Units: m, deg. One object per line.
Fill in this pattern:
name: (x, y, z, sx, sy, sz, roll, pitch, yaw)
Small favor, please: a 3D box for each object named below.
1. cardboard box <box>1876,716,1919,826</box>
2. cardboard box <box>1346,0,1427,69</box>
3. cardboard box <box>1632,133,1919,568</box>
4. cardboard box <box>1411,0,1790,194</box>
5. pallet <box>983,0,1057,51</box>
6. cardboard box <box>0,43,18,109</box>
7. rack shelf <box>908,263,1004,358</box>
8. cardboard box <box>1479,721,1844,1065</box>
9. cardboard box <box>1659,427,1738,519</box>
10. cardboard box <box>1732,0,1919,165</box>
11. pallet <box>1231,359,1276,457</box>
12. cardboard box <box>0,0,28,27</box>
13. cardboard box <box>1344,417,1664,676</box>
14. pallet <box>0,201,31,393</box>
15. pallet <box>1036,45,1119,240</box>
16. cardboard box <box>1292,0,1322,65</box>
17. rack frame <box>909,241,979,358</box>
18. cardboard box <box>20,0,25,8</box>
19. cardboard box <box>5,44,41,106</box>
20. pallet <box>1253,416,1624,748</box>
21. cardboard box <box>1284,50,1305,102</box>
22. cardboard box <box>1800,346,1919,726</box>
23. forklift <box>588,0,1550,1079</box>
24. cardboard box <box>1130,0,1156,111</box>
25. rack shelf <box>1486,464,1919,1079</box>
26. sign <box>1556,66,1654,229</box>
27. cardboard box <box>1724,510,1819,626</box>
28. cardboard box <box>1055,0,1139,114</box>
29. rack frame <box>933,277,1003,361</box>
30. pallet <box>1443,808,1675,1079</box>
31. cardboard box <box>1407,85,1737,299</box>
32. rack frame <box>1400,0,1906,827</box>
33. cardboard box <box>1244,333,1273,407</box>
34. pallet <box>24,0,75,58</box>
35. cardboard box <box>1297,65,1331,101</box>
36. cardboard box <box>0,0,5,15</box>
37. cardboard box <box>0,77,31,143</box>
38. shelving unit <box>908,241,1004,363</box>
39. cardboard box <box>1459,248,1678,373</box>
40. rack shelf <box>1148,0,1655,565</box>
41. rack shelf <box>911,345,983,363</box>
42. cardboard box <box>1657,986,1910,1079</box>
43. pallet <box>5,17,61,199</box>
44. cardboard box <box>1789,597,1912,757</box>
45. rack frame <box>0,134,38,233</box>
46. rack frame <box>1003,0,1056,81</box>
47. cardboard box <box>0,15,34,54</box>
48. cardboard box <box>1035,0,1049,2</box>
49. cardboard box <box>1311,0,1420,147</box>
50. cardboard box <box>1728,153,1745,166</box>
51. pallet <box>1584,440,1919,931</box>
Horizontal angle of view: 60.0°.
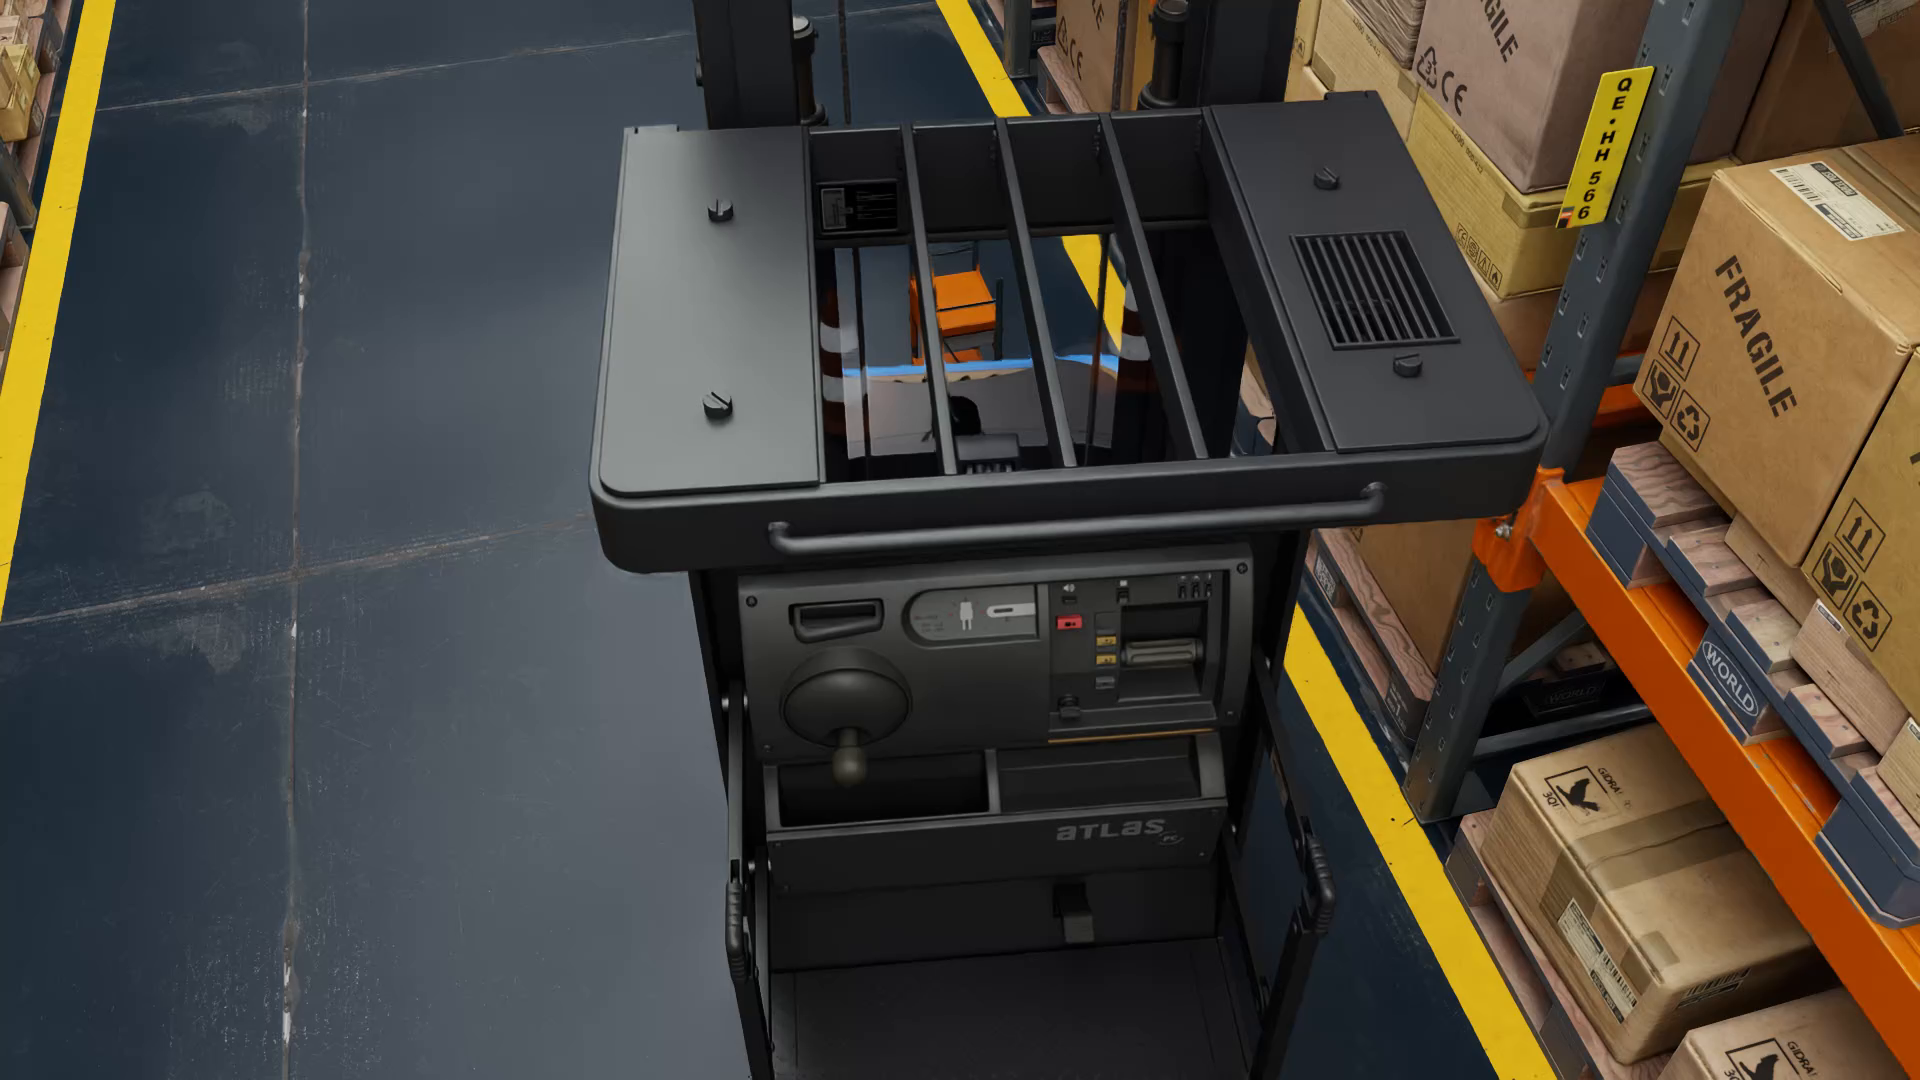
cardboard box: (1.729, 0.382, 2.657, 0.380, 0.149, 0.250, -10, 47, -10)
cardboard box: (1.185, -1.456, 3.807, 0.500, 0.500, 0.500, -10, 46, -10)
cardboard box: (1.601, -0.342, 2.913, 0.500, 0.500, 0.500, -12, 47, -11)
cardboard box: (1.325, -1.103, 3.461, 0.500, 0.500, 0.500, -12, 47, -11)
pallet: (0.567, -2.734, 7.782, 1.003, 0.211, 1.213, -11, 47, -10)
cardboard box: (-3.857, -1.758, 6.367, 0.380, 0.149, 0.250, -9, 46, -8)
rack shelf: (-0.014, -0.596, 4.716, 0.215, 0.259, 0.240, -11, 47, -10)
cardboard box: (1.845, 0.755, 3.955, 0.950, 0.372, 0.625, -14, 47, -13)
cardboard box: (1.613, -0.210, 3.237, 0.380, 0.149, 0.250, -13, 47, -13)
cardboard box: (1.820, -1.179, 3.536, 0.500, 0.500, 0.500, -12, 47, -12)
pallet: (1.272, -0.832, 5.918, 1.003, 0.211, 1.213, -11, 47, -10)
cardboard box: (-4.151, -2.167, 6.976, 0.380, 0.149, 0.250, -12, 47, -11)
cardboard box: (1.613, -0.305, 4.642, 0.875, 0.875, 0.875, -11, 47, -11)
pallet: (-3.873, -0.683, 5.771, 1.003, 0.211, 1.213, -11, 47, -10)
pallet: (0.956, -1.676, 6.745, 1.003, 0.211, 1.213, -11, 47, -10)
cardboard box: (1.055, -1.523, 4.397, 0.500, 0.250, 0.500, -12, 47, -11)
rack frame: (-0.045, -0.489, 4.994, 0.200, 1.050, 0.008, -11, 47, -10)
cardboard box: (-4.254, -2.347, 7.152, 0.380, 0.149, 0.250, -13, 47, -12)
cardboard box: (-3.924, -1.839, 6.654, 0.380, 0.149, 0.250, -9, 46, -9)
pallet: (1.581, 0.009, 5.094, 1.003, 0.211, 1.213, -11, 47, -10)
cardboard box: (1.070, -1.359, 4.587, 0.500, 0.250, 0.500, -11, 47, -11)
cardboard box: (1.742, 0.016, 2.562, 0.500, 0.500, 0.500, -9, 46, -8)
forklift: (0.094, 0.321, 2.883, 1.130, 2.935, 3.031, -4, 46, -4)
cardboard box: (1.161, -1.539, 5.851, 0.875, 0.875, 0.875, -9, 46, -9)
rack shelf: (2.222, 1.223, 2.455, 1.077, 0.370, 4.000, -11, 47, -10)
sign: (1.174, -0.711, 3.036, 0.100, 0.325, 0.005, -11, 47, -10)
cardboard box: (1.653, -0.009, 3.040, 0.380, 0.149, 0.250, -13, 47, -13)
cardboard box: (0.922, -2.161, 6.461, 0.875, 0.875, 0.875, -9, 46, -9)
rack frame: (0.018, -0.320, 4.829, 0.200, 1.050, 0.008, -11, 47, -10)
pallet: (1.908, 1.107, 4.018, 1.003, 0.211, 1.213, -11, 47, -10)
cardboard box: (1.340, -0.820, 3.708, 0.500, 0.250, 0.500, -11, 47, -10)
rack frame: (1.710, -0.409, 3.551, 1.000, 3.000, 0.127, -11, 47, -10)
cardboard box: (1.389, -0.921, 5.246, 0.875, 0.875, 0.875, -10, 46, -10)
pallet: (-4.595, -2.521, 7.573, 1.003, 0.211, 1.213, -11, 47, -10)
cardboard box: (1.183, -1.008, 4.243, 0.500, 0.250, 0.500, -10, 46, -10)
cardboard box: (-4.172, -2.265, 6.863, 0.380, 0.149, 0.250, -13, 47, -12)
cardboard box: (-3.856, -1.655, 6.474, 0.380, 0.149, 0.250, -13, 47, -12)
shelving unit: (-0.014, -0.404, 4.911, 0.215, 1.050, 0.252, -11, 47, -10)
cardboard box: (1.329, -0.658, 3.900, 0.500, 0.250, 0.500, -12, 47, -12)
rack shelf: (1.198, -1.538, 5.161, 1.077, 0.370, 4.000, -11, 47, -10)
rack shelf: (-0.014, -0.397, 4.919, 0.215, 0.259, 0.240, -11, 47, -10)
cardboard box: (2.041, 1.263, 3.457, 0.950, 0.372, 0.625, -12, 47, -11)
pallet: (-4.280, -1.677, 6.746, 1.003, 0.211, 1.213, -11, 47, -10)
cardboard box: (1.679, 0.189, 2.847, 0.380, 0.149, 0.250, -14, 47, -13)
rack frame: (-4.073, -2.196, 5.302, 1.000, 3.000, 0.127, -11, 47, -10)
rack frame: (0.686, -3.171, 6.257, 1.000, 3.000, 0.127, -11, 47, -10)
cardboard box: (-4.038, -2.001, 6.813, 0.380, 0.149, 0.250, -11, 47, -11)
cardboard box: (0.629, -2.874, 7.466, 0.875, 0.438, 0.875, -11, 47, -11)
cardboard box: (1.205, -1.173, 4.054, 0.500, 0.250, 0.500, -12, 47, -11)
cardboard box: (1.819, -0.927, 3.813, 0.500, 0.250, 0.500, -11, 47, -11)
pallet: (1.995, 0.130, 3.156, 1.213, 0.211, 1.003, -11, 47, -10)
